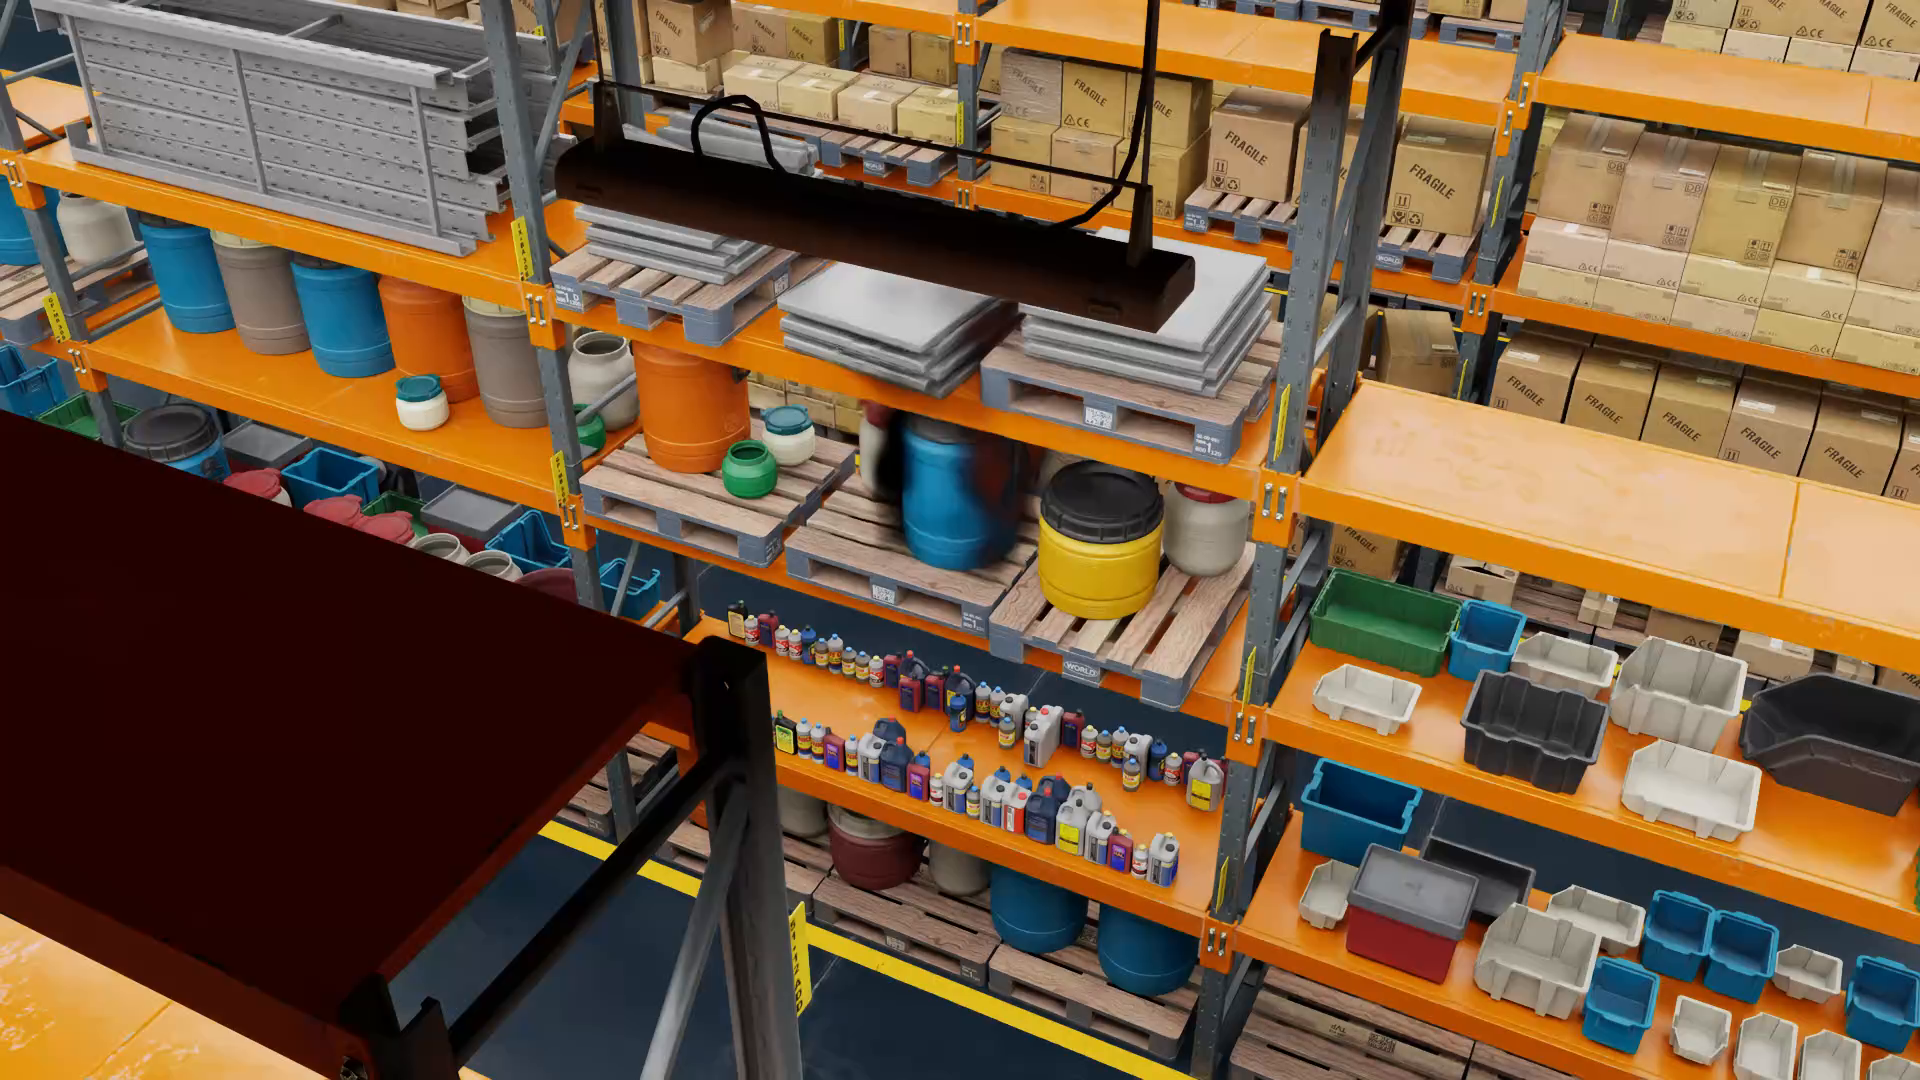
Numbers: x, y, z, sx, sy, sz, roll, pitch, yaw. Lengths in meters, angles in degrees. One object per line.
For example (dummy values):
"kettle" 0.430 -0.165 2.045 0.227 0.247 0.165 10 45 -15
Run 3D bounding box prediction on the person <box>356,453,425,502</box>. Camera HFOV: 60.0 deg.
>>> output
"person" -4.249 -0.149 12.607 0.454 1.710 0.668 -4 35 -6
